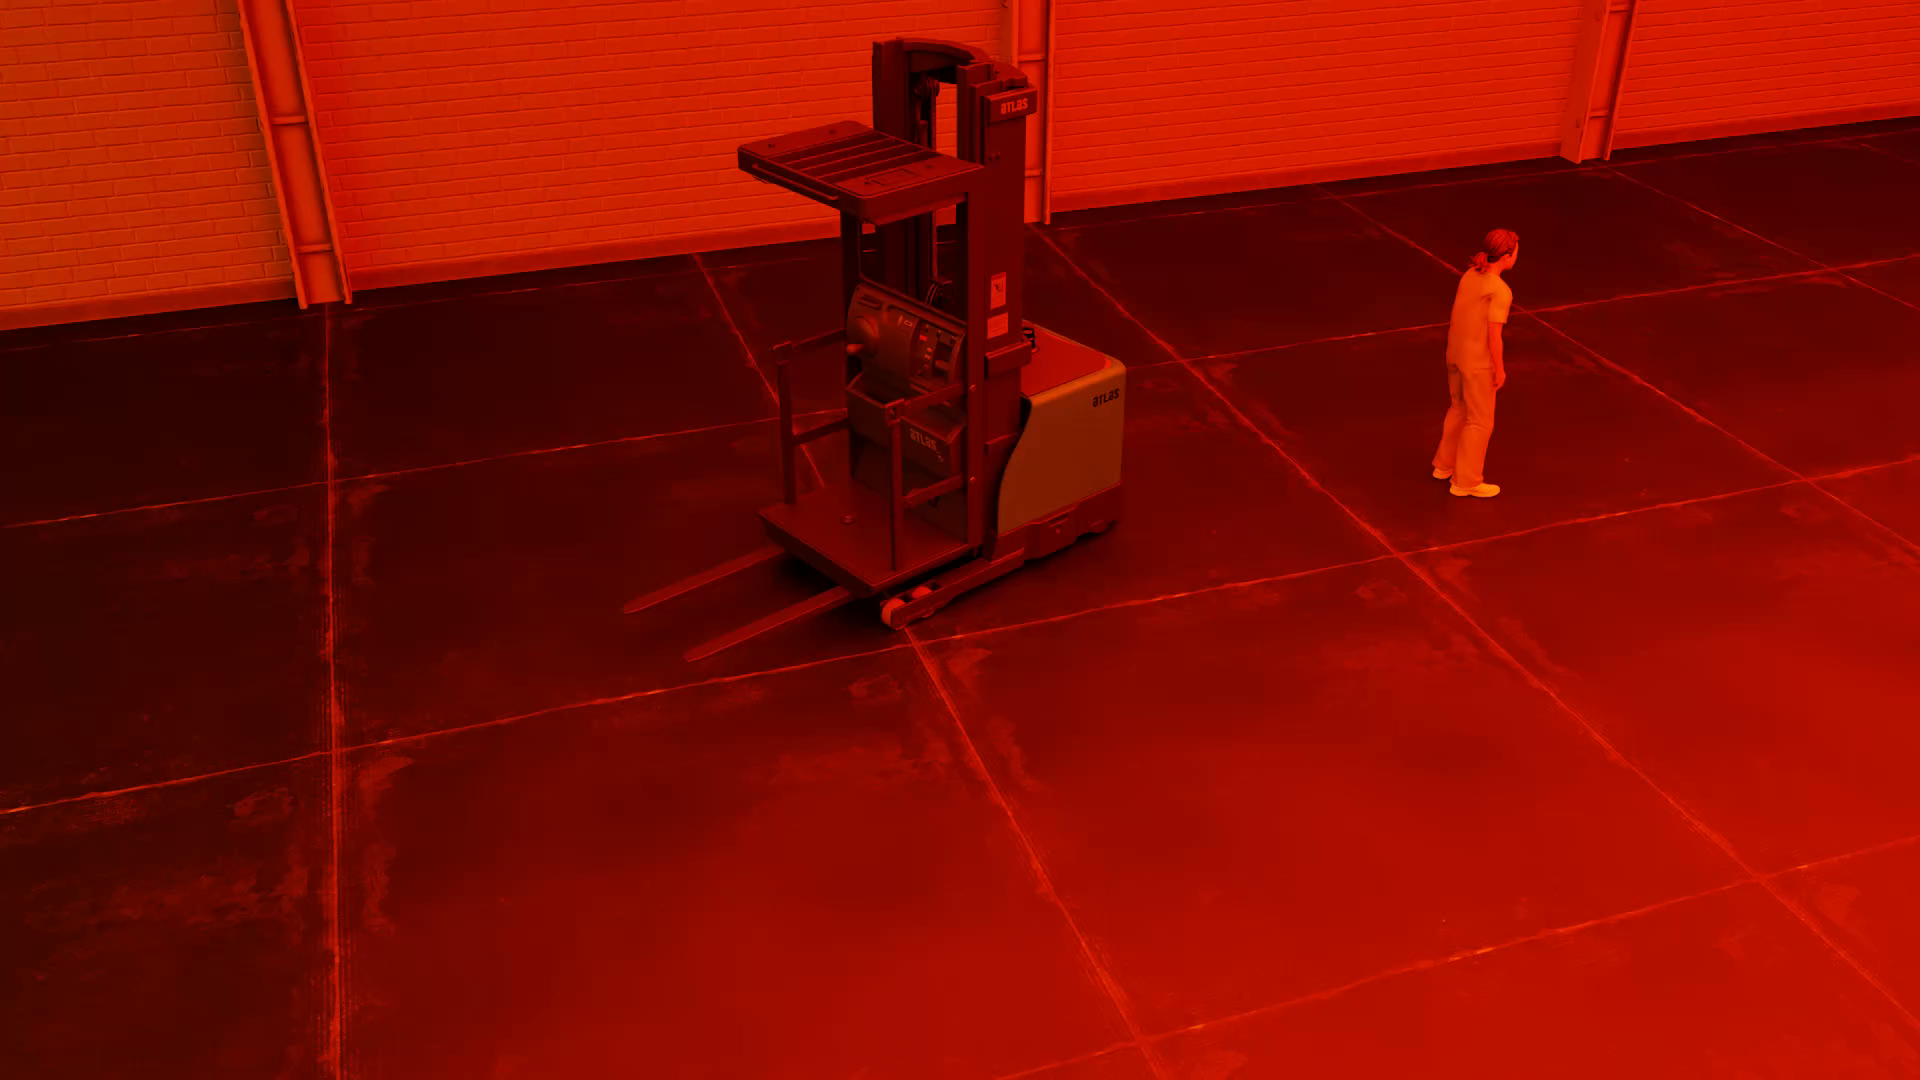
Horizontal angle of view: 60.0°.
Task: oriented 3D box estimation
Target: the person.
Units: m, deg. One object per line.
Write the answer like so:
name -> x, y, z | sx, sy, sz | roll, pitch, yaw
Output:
person -> 3.196, -1.101, 10.264 | 0.360, 1.672, 0.515 | -8, 31, -13

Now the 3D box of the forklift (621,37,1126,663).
forklift -> -0.461, -1.072, 8.951 | 3.031, 2.935, 1.130 | -23, 37, -34
